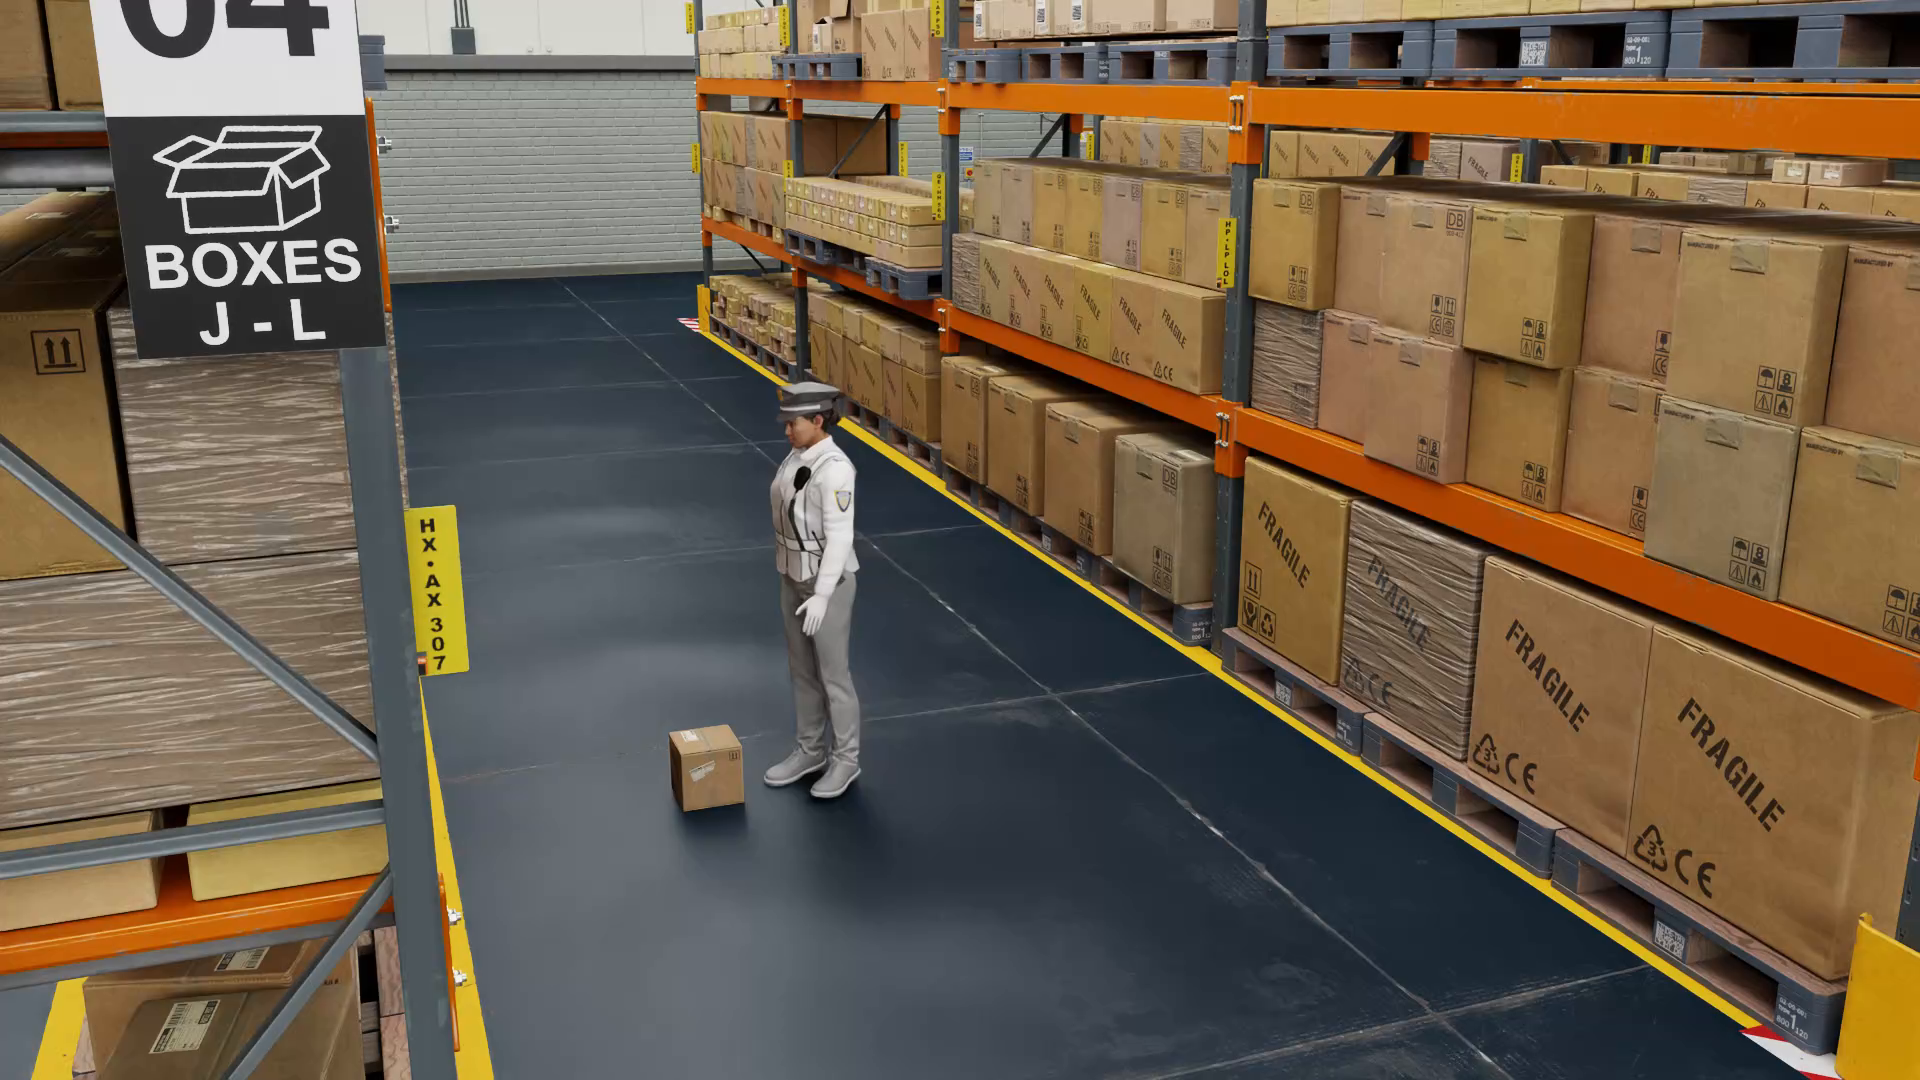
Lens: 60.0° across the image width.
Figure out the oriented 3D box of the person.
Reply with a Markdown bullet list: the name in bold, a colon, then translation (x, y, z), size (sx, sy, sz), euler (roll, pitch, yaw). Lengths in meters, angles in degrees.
- **person**: translation (-0.596, 0.206, 6.731), size (0.384, 1.690, 0.570), euler (-10, 18, -31)
